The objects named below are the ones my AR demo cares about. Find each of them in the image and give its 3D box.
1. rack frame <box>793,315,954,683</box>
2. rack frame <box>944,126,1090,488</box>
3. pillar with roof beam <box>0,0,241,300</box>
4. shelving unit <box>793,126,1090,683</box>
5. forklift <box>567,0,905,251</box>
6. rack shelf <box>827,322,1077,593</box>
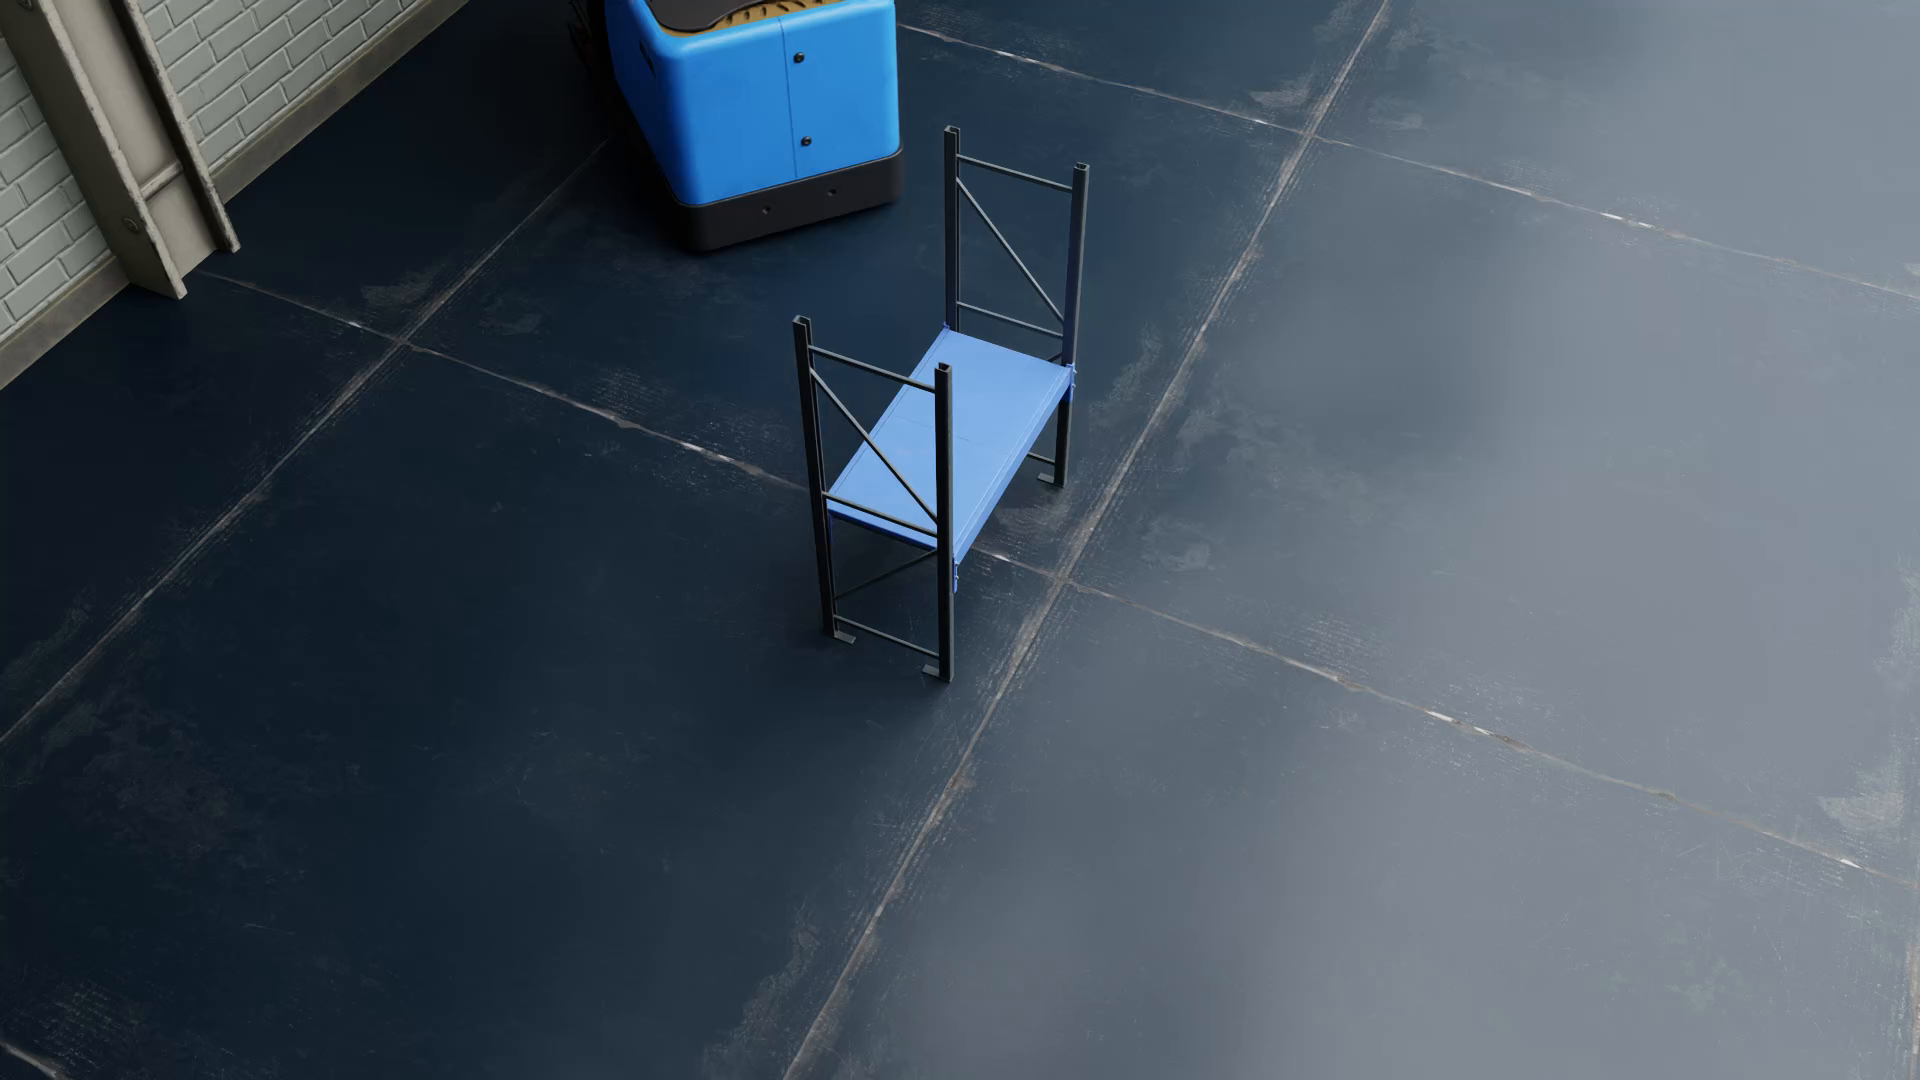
[{"bbox_3d":[-0.254,-0.077,5.331,0.500,1.500,0.032,20,52,16],"label":"rack frame"},{"bbox_3d":[0.181,-0.777,5.927,0.500,1.500,0.032,20,52,16],"label":"rack frame"},{"bbox_3d":[0.492,-2.730,2.664,9.100,9.000,0.400,20,52,16],"label":"pillar with roof beam"},{"bbox_3d":[-0.036,-0.427,5.629,0.538,1.500,1.048,20,52,16],"label":"shelving unit"},{"bbox_3d":[-1.297,-3.348,7.174,1.130,2.935,3.031,-18,52,-15],"label":"forklift"},{"bbox_3d":[-0.036,-0.311,5.766,0.538,0.185,1.000,20,52,16],"label":"rack shelf"}]
